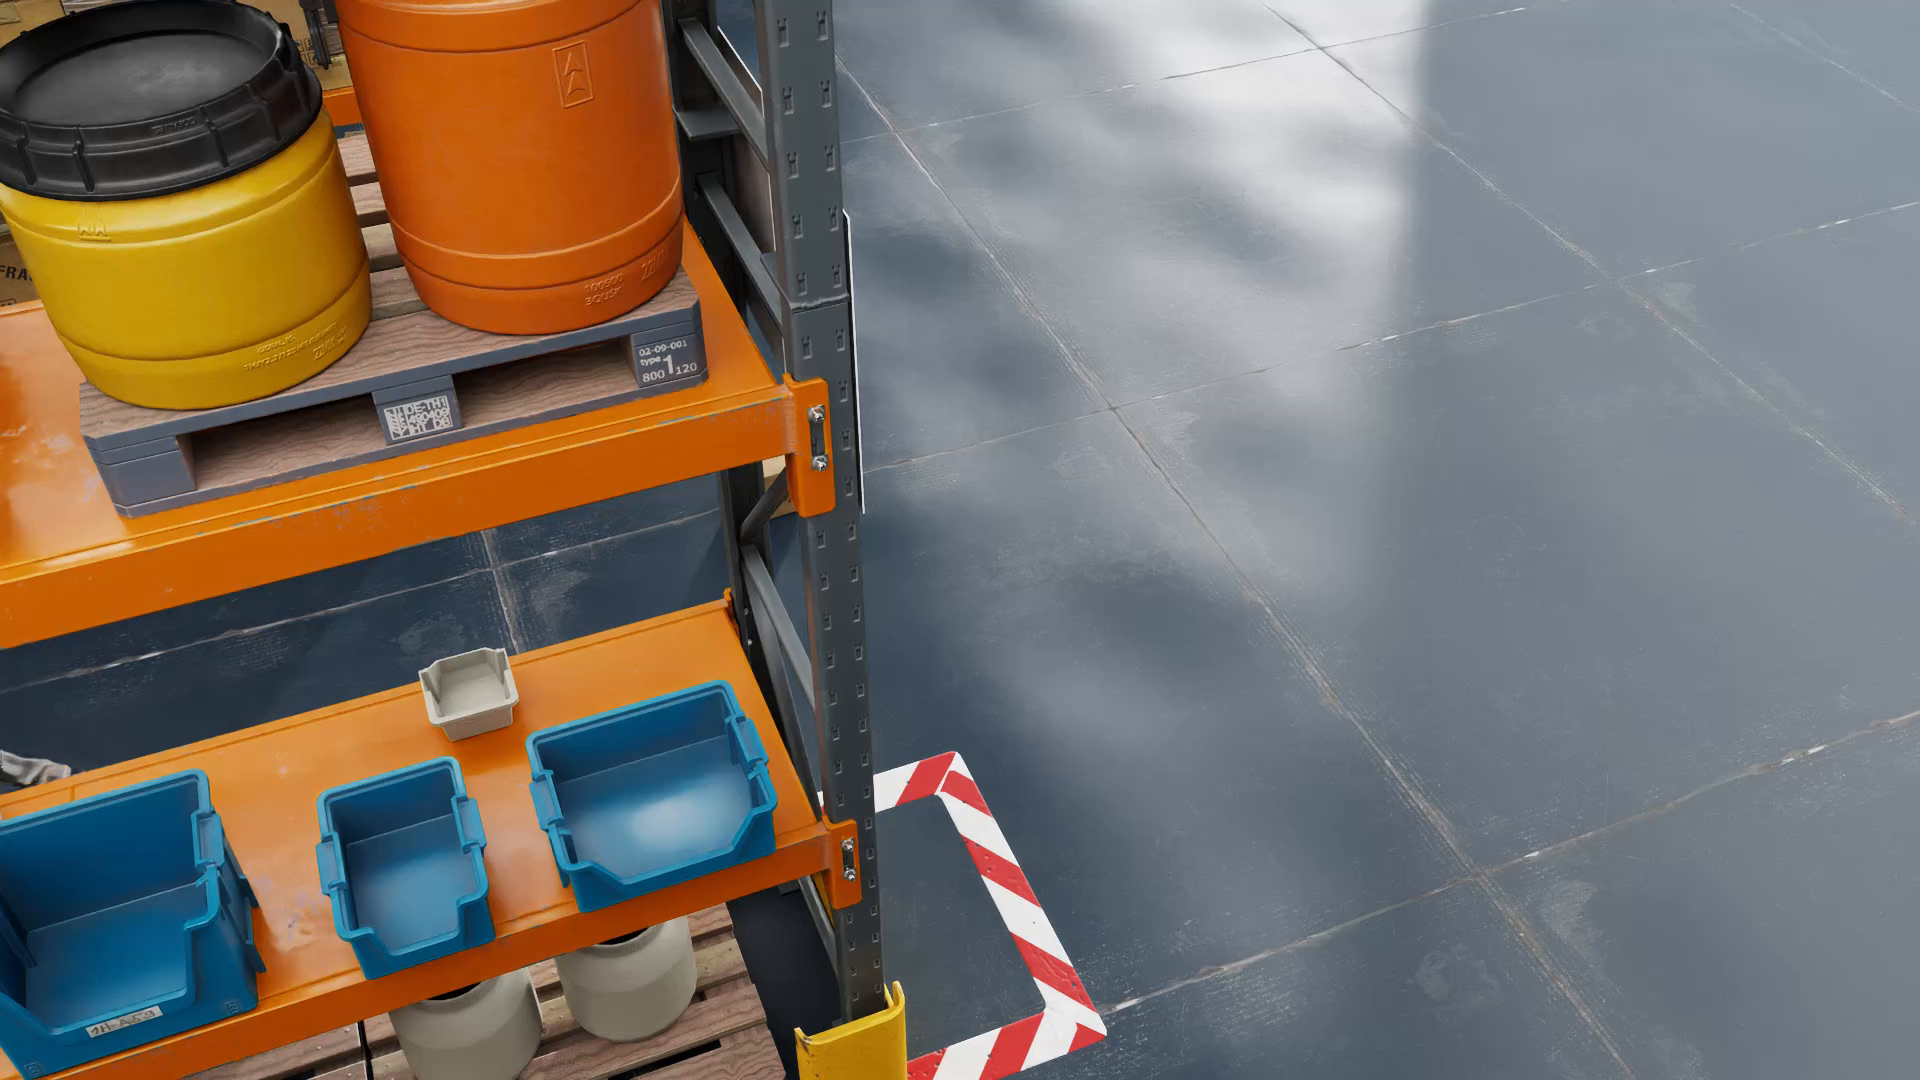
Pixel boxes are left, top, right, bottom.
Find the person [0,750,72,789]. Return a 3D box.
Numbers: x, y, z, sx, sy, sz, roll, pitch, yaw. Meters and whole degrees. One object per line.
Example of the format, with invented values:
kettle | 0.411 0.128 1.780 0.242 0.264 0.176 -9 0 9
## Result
person | -3.646 0.539 5.524 0.884 1.652 0.484 -16 44 -17
